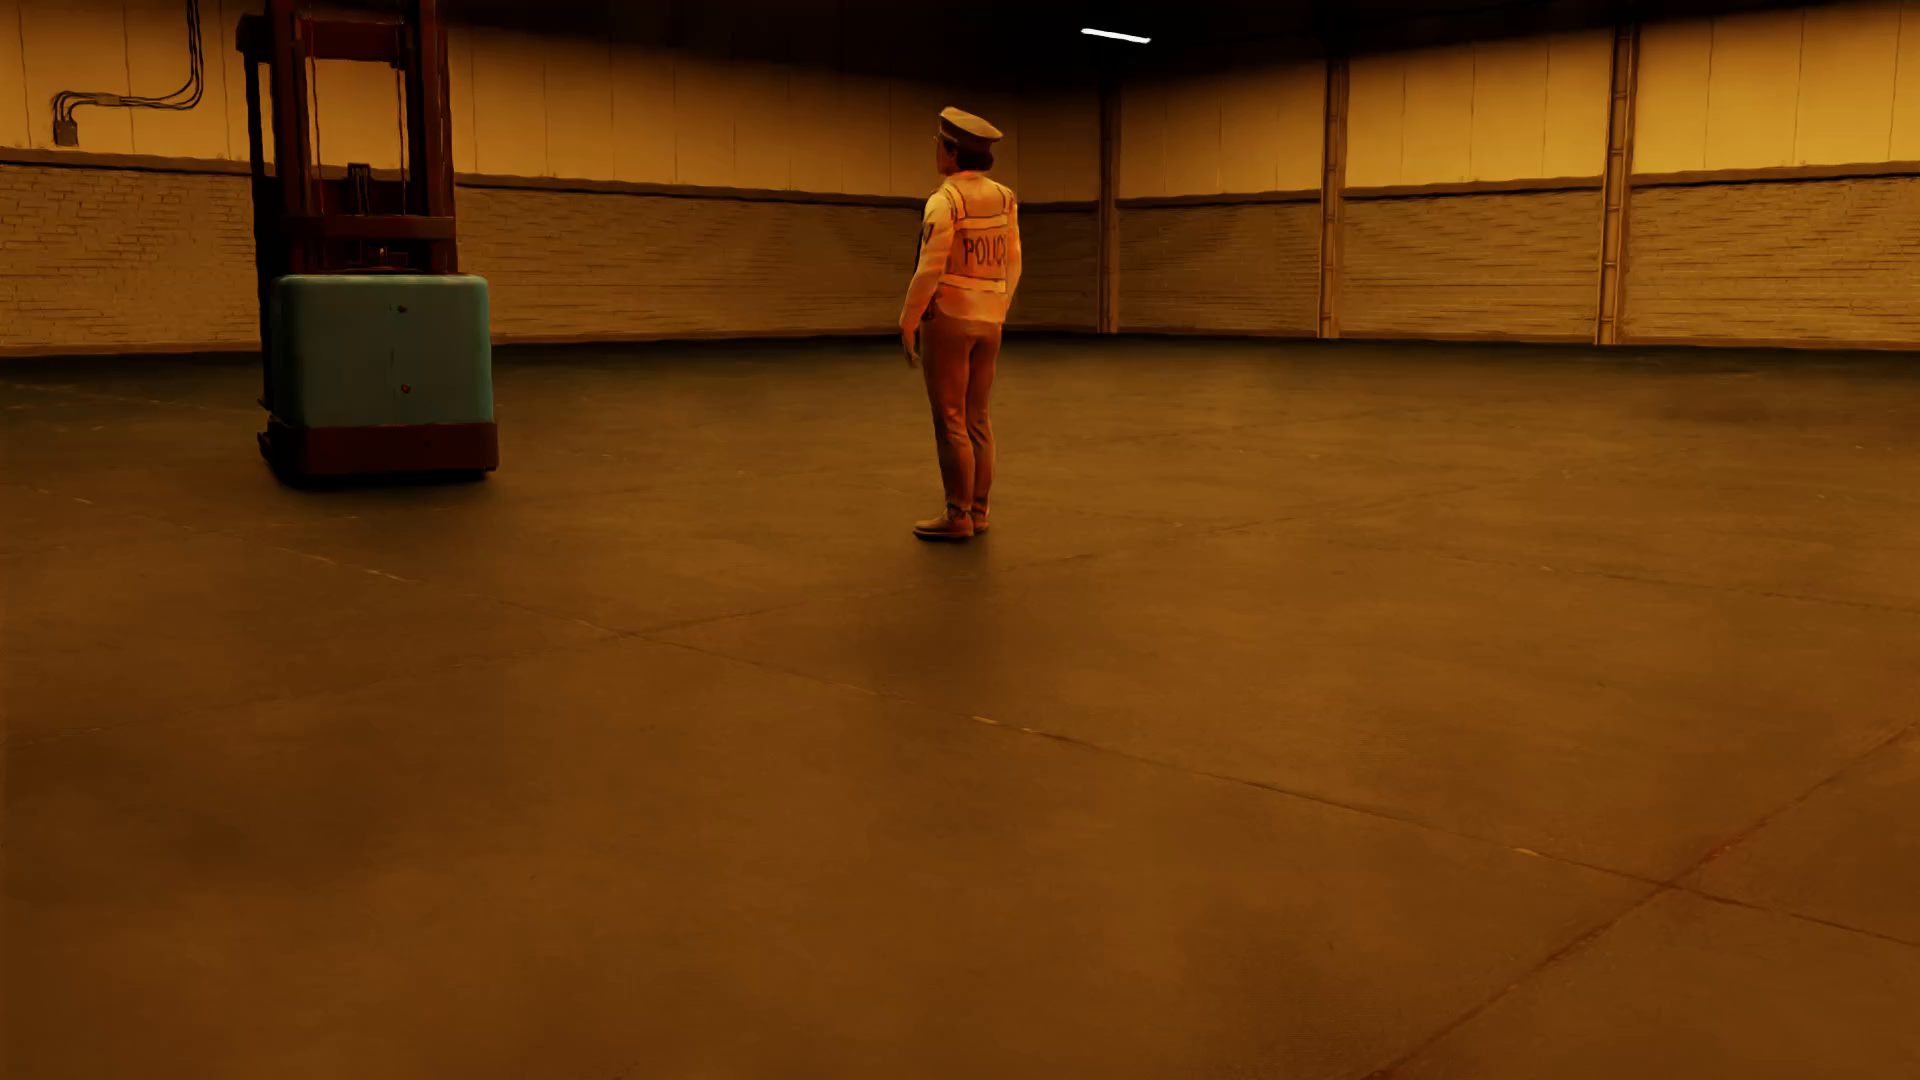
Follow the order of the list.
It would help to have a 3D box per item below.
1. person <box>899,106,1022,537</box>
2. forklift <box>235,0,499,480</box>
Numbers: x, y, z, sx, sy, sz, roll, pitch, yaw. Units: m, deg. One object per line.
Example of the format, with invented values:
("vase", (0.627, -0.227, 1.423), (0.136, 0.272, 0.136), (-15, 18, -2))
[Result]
("person", (-0.044, -0.853, 6.642), (0.533, 1.695, 0.586), (8, 12, 43))
("forklift", (-3.565, -1.936, 9.732), (1.130, 2.935, 3.031), (-4, 10, -26))
